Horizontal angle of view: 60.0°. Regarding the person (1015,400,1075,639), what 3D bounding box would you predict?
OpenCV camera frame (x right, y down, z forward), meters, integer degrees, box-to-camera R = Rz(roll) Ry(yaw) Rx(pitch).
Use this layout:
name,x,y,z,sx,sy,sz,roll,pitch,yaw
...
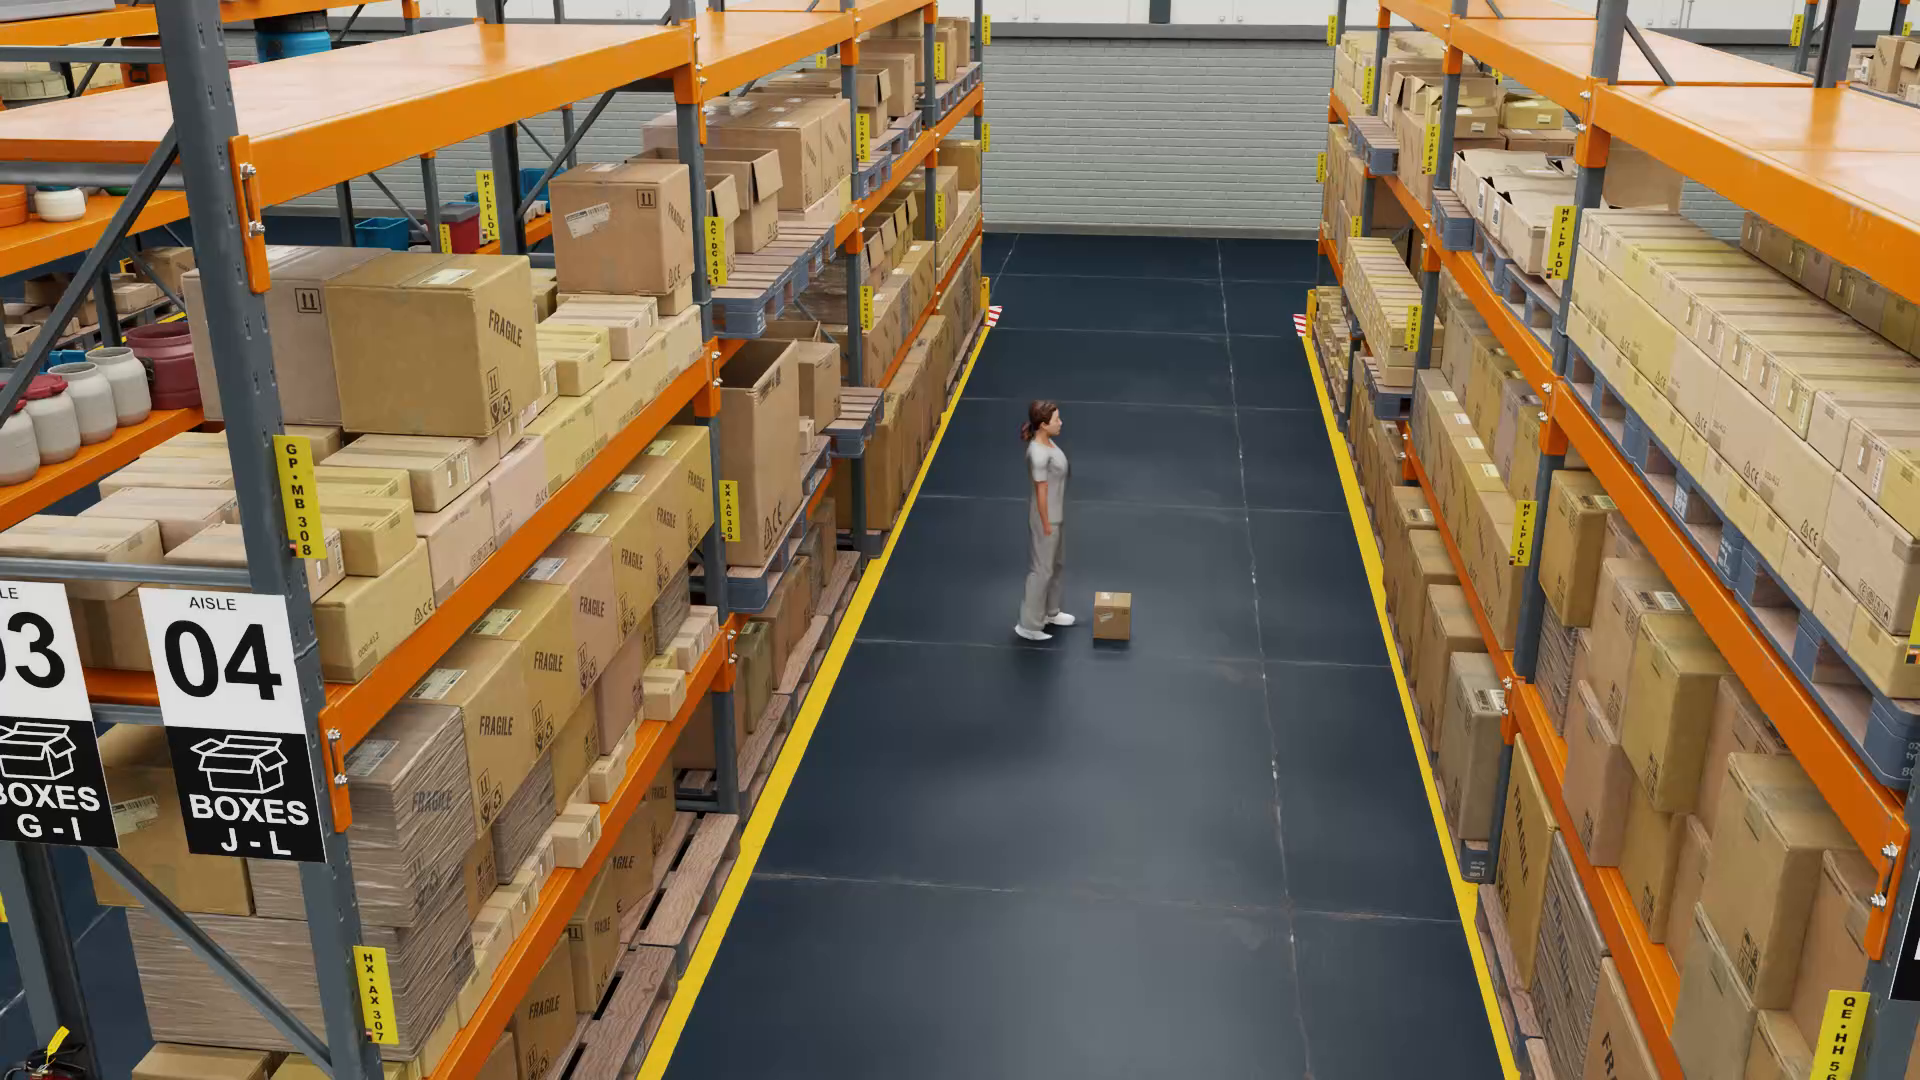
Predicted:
name,x,y,z,sx,sy,sz,roll,pitch,yaw
person,0.603,-0.129,11.499,0.410,1.722,0.450,3,21,7
